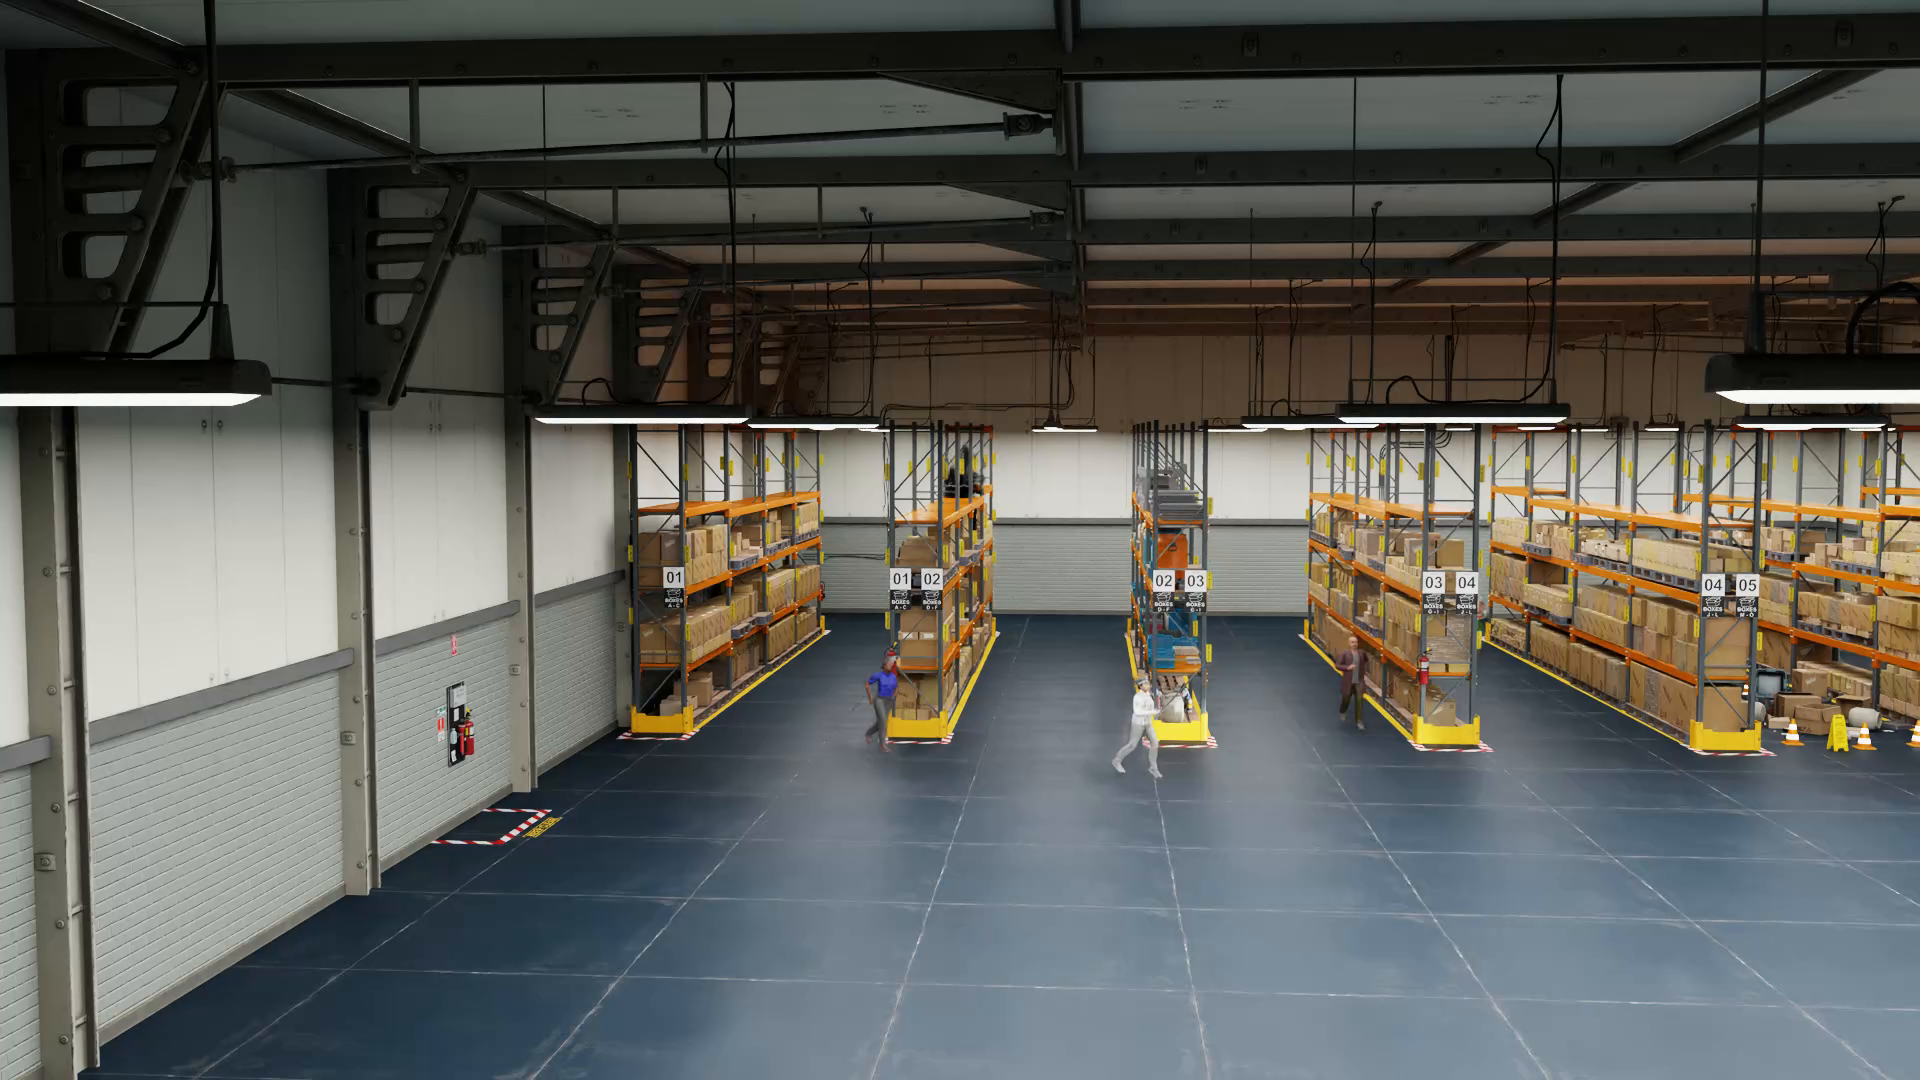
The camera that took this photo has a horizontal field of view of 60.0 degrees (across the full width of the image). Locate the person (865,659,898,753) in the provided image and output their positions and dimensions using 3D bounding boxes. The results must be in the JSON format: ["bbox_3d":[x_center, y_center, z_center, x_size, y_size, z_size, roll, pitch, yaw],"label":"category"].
[{"bbox_3d":[-1.390,2.992,30.335,0.625,1.635,0.859,-3,5,-38],"label":"person"}]

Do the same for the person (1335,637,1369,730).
[{"bbox_3d":[7.663,2.763,32.434,0.715,1.757,1.039,0,4,-1],"label":"person"}]

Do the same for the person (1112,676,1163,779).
[{"bbox_3d":[2.999,3.116,27.862,0.883,1.735,0.623,3,5,38],"label":"person"}]

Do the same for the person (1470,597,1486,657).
[{"bbox_3d":[13.384,2.100,43.287,0.665,1.810,0.899,0,4,6],"label":"person"}]
